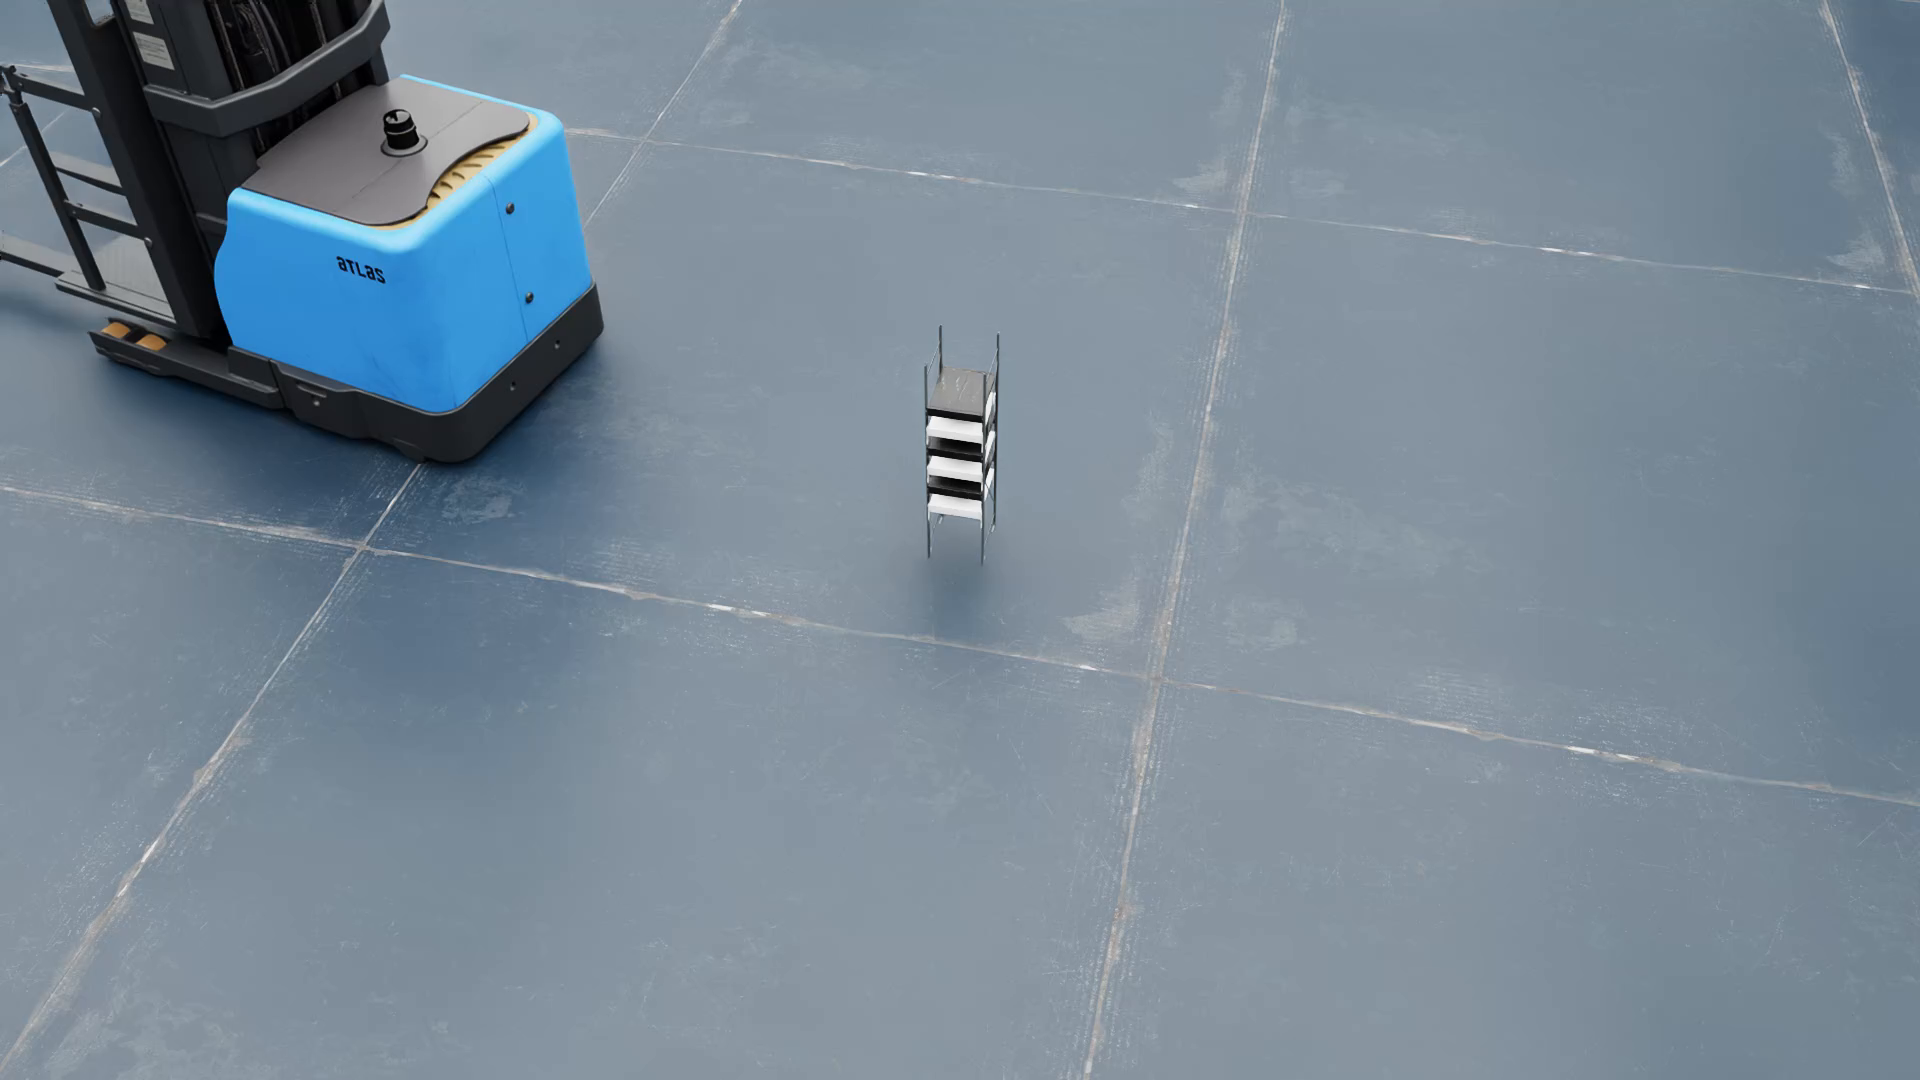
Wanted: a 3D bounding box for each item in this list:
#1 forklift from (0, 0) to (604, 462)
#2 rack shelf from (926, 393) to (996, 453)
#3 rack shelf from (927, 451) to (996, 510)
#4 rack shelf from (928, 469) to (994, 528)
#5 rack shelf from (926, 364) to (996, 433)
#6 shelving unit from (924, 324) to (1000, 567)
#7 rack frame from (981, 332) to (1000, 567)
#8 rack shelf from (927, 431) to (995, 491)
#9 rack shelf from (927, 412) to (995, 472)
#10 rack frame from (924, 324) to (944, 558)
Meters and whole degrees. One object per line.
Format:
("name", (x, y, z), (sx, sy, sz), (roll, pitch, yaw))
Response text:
("forklift", (-3.074, -2.059, 6.275), (3.031, 2.935, 1.130), (18, 47, 18))
("rack shelf", (0.008, -0.429, 5.835), (0.200, 0.077, 0.258), (9, 45, 9))
("rack shelf", (0.008, -0.234, 6.022), (0.200, 0.077, 0.258), (9, 45, 9))
("rack shelf", (0.008, -0.169, 6.085), (0.200, 0.077, 0.258), (9, 45, 9))
("rack shelf", (0.008, -0.493, 5.773), (0.200, 0.077, 0.258), (9, 45, 9))
("shelving unit", (0.008, -0.323, 5.937), (0.210, 0.900, 0.258), (9, 45, 9))
("rack frame", (0.107, -0.308, 5.921), (0.006, 0.900, 0.240), (9, 45, 9))
("rack shelf", (0.008, -0.299, 5.960), (0.200, 0.077, 0.258), (9, 45, 9))
("rack shelf", (0.008, -0.364, 5.897), (0.200, 0.077, 0.258), (9, 45, 9))
("rack frame", (-0.091, -0.338, 5.953), (0.006, 0.900, 0.240), (9, 45, 9))
